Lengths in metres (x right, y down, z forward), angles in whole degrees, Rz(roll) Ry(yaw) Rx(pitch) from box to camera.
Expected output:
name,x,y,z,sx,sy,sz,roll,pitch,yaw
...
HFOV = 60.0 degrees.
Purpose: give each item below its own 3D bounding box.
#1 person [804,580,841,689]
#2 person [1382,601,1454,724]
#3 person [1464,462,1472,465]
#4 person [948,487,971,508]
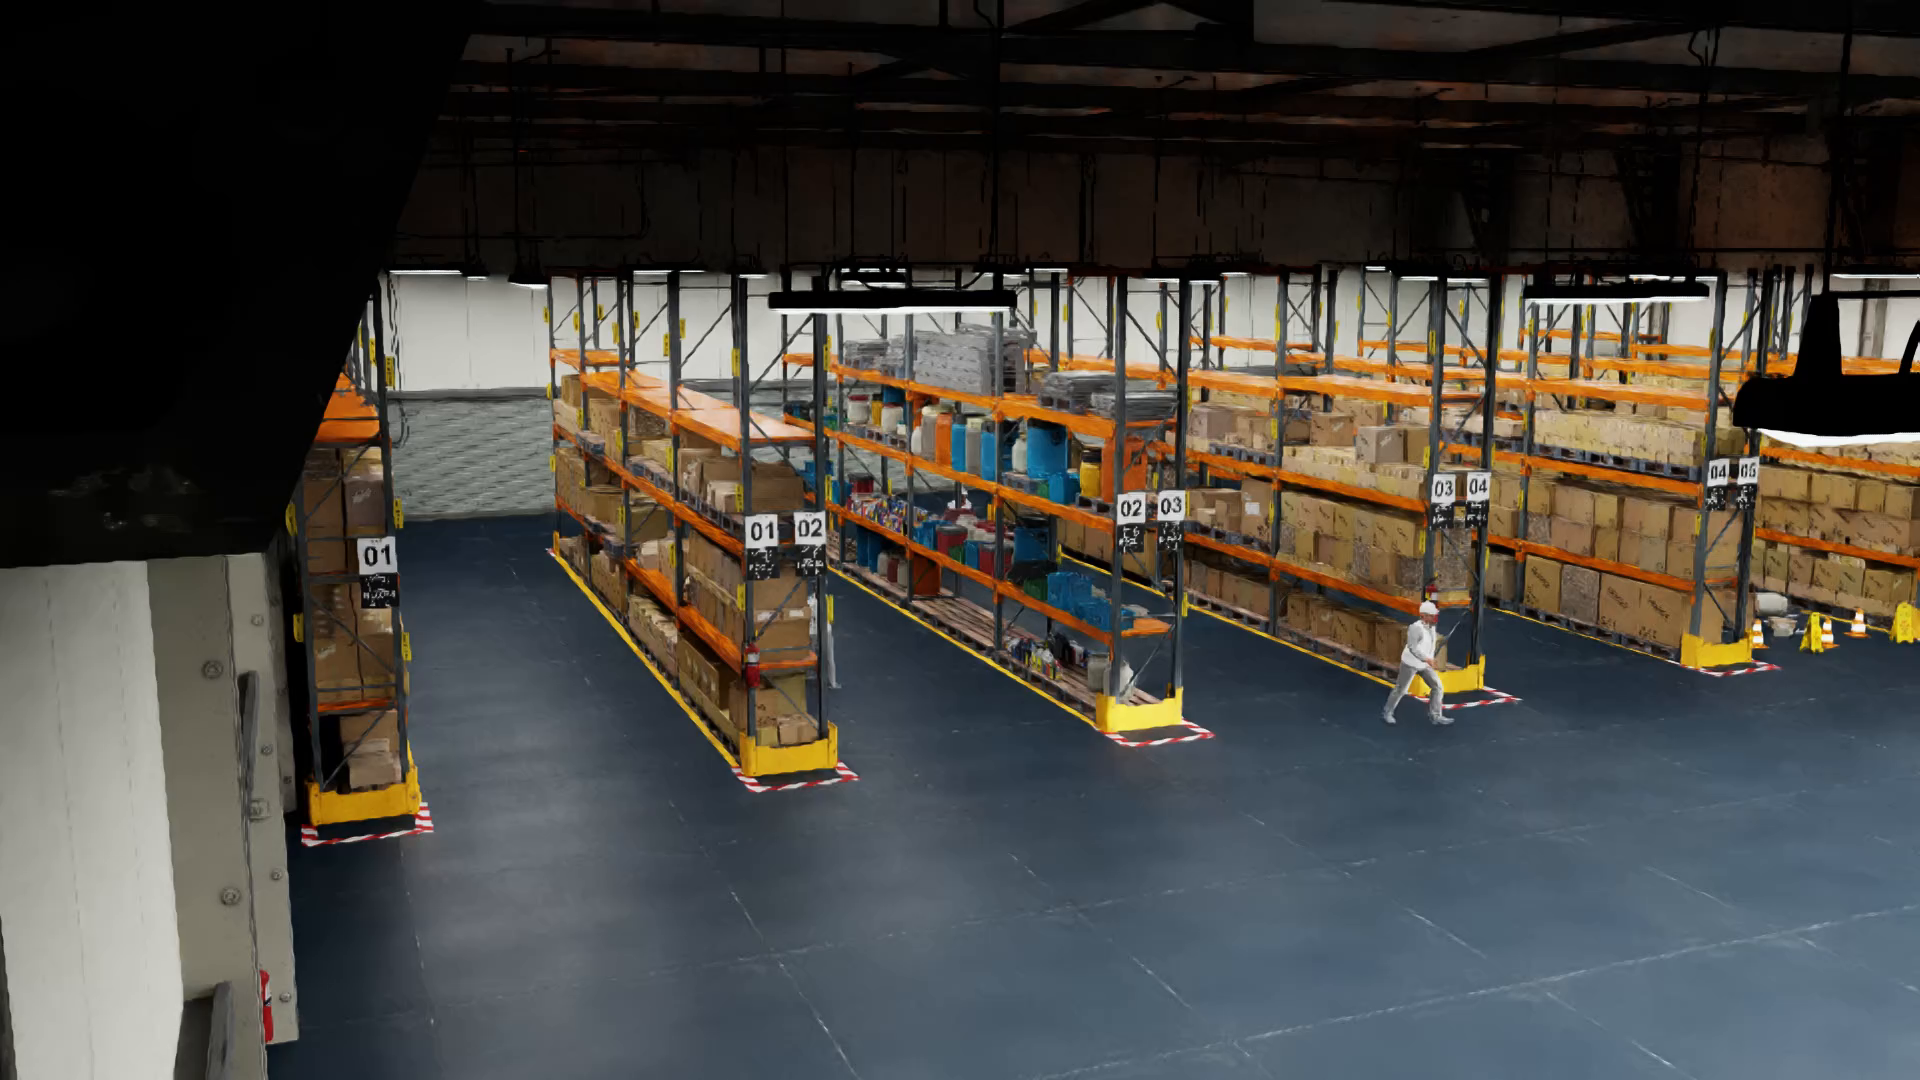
name,x,y,z,sx,sy,sz,roll,pitch,yaw
person,-2.070,1.340,24.297,0.456,1.587,1.088,-3,10,-19
person,6.139,1.634,22.305,0.687,1.709,0.832,-8,13,-39
person,10.901,-0.799,35.988,0.583,1.786,0.658,0,10,1
person,0.007,-0.231,32.990,0.583,1.686,1.111,-4,11,-23
